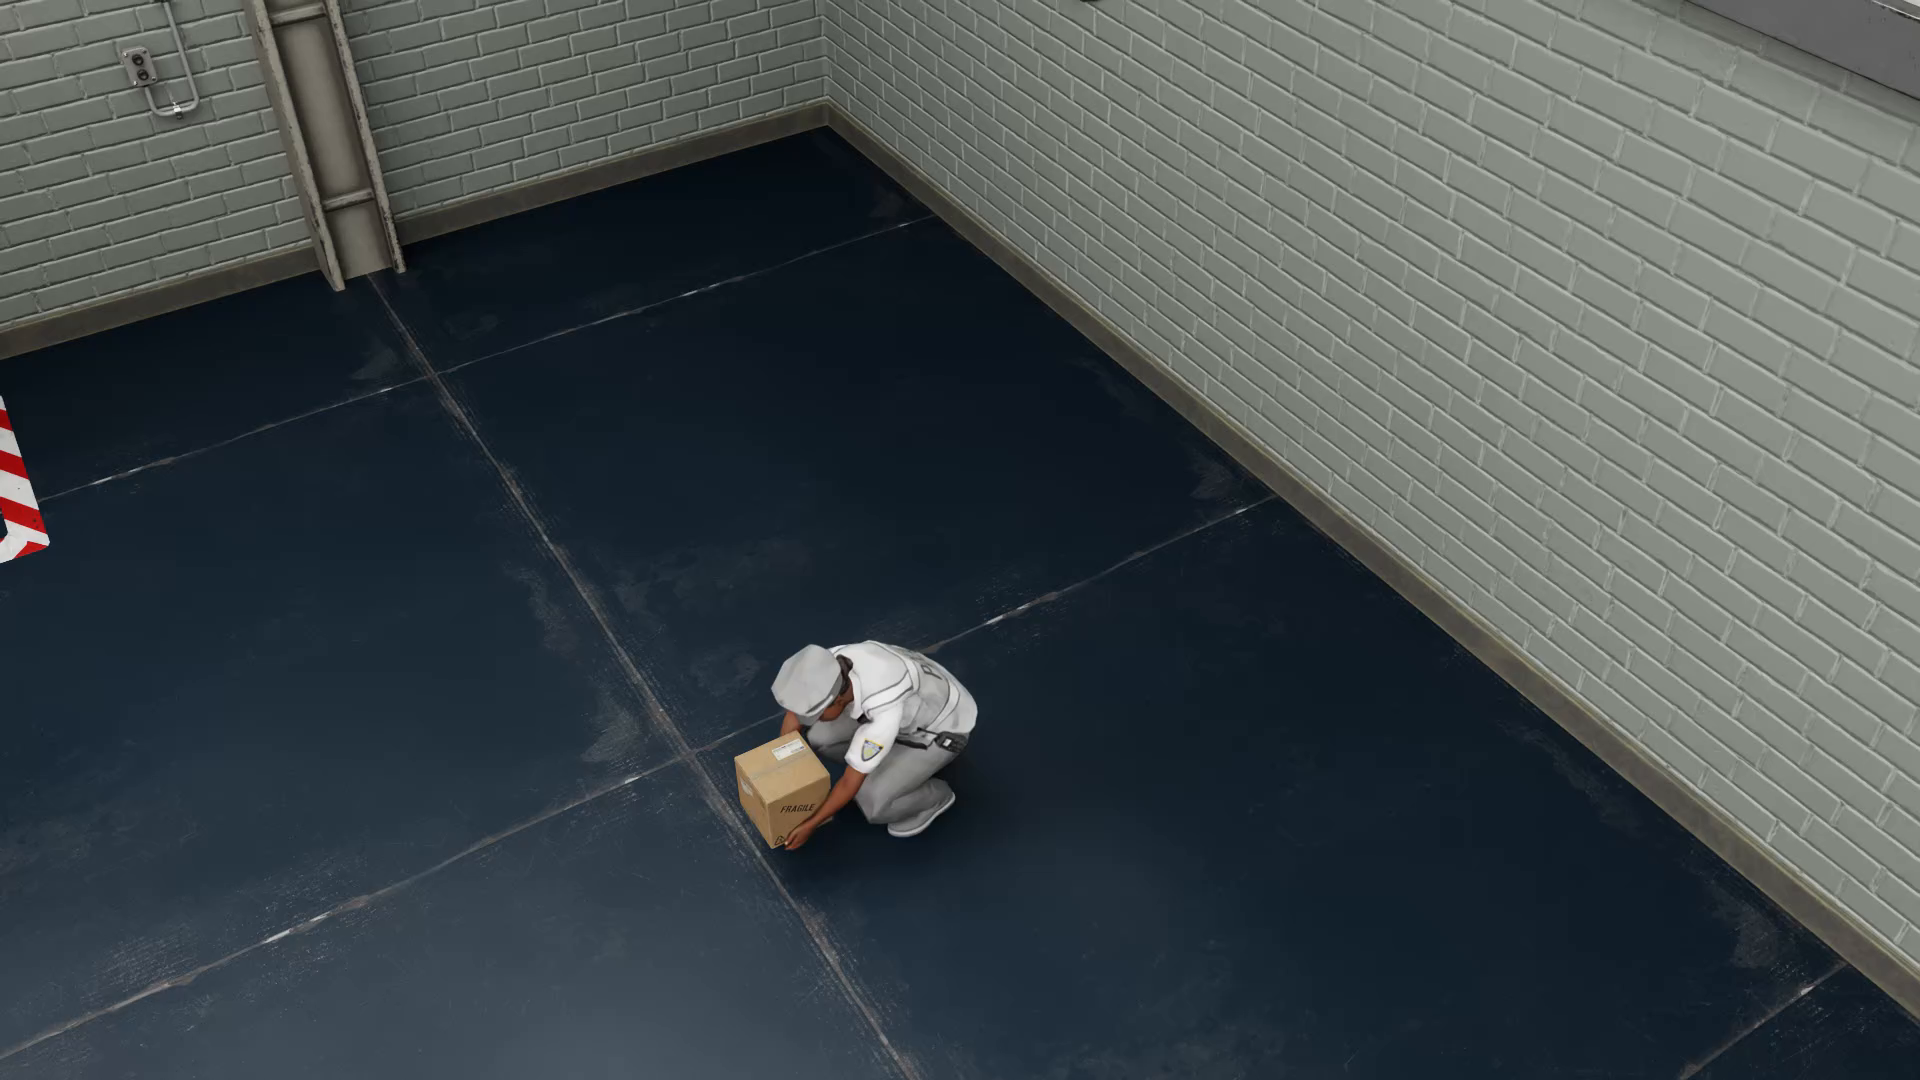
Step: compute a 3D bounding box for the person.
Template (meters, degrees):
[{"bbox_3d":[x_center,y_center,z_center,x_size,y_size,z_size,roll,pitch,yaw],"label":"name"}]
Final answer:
[{"bbox_3d":[-0.337,0.658,5.953,0.834,0.957,0.502,-23,46,-24],"label":"person"}]
